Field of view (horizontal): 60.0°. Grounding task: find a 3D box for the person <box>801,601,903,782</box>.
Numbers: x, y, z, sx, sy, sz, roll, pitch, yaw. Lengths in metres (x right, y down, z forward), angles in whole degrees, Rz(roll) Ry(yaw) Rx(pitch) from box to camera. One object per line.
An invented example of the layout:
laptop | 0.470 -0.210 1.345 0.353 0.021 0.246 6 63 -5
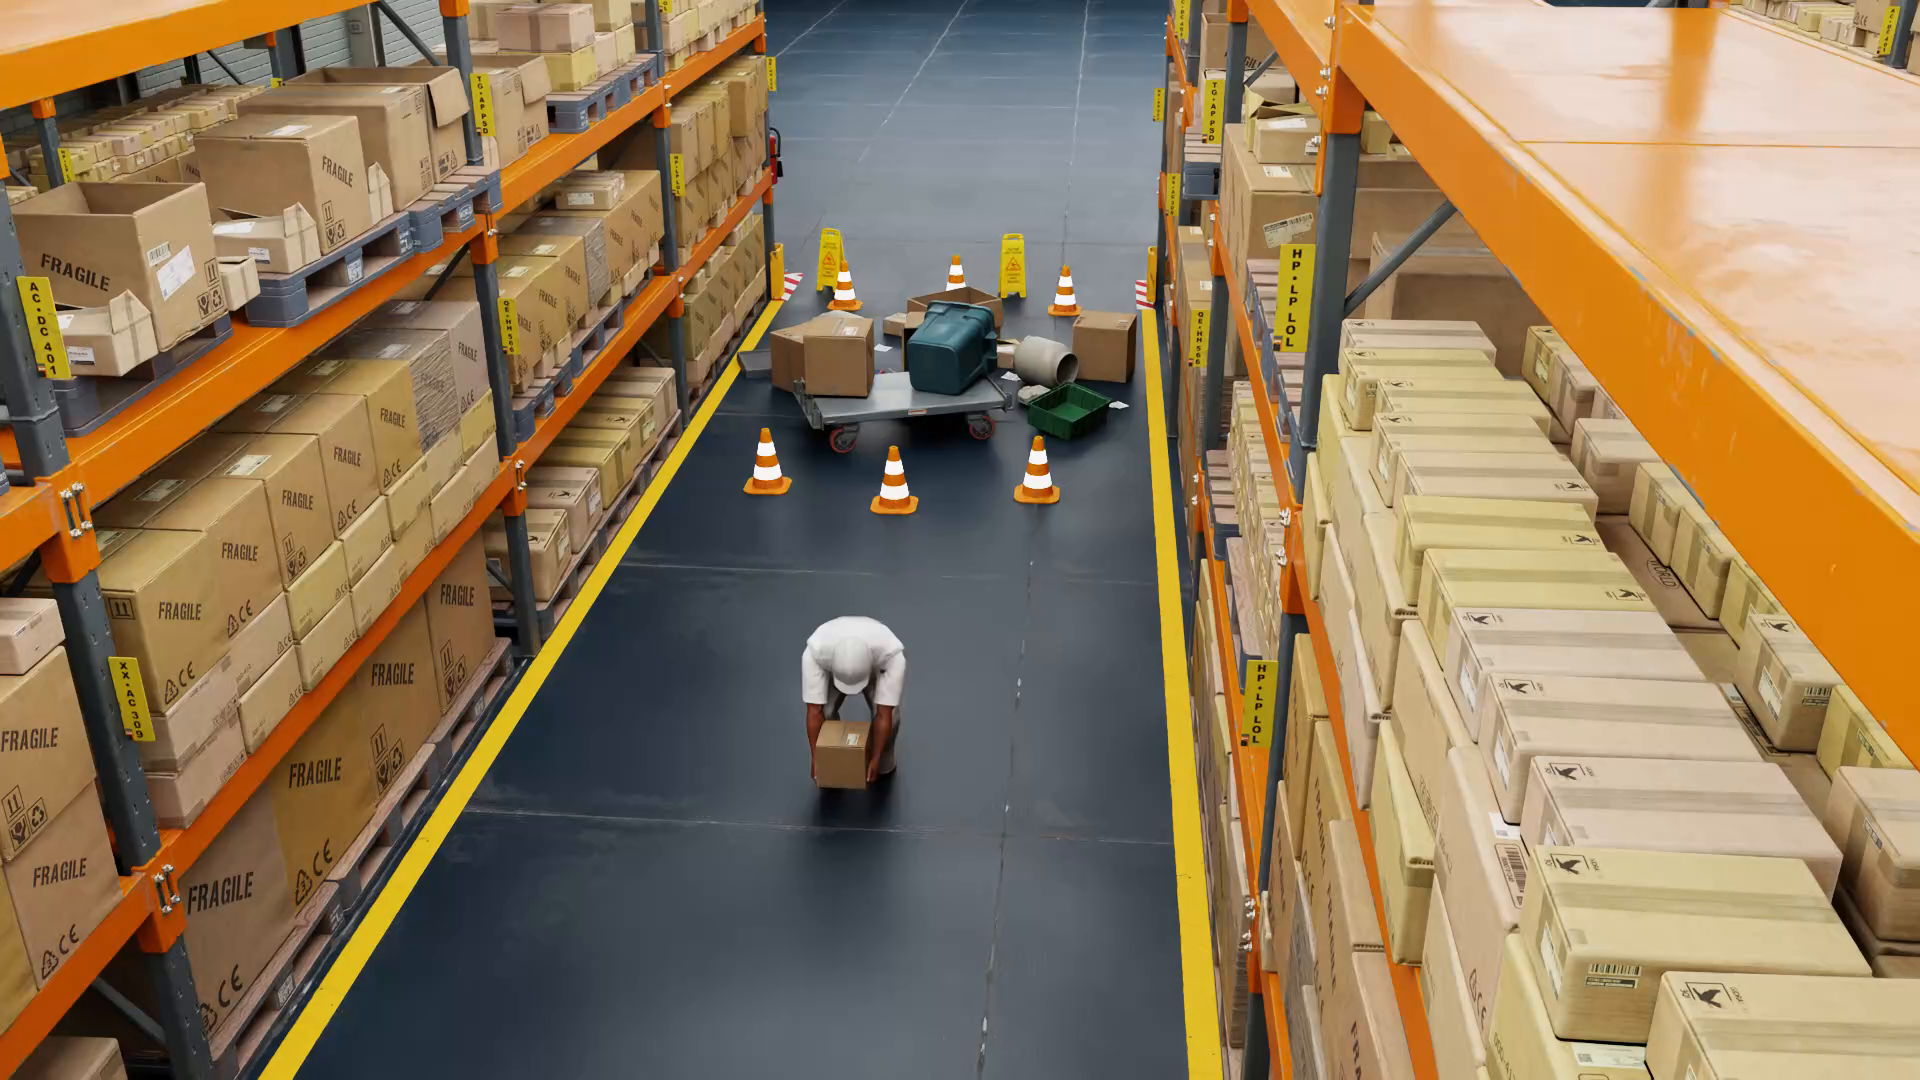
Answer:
person | -0.544 0.809 8.697 0.519 1.019 0.958 1 24 2
